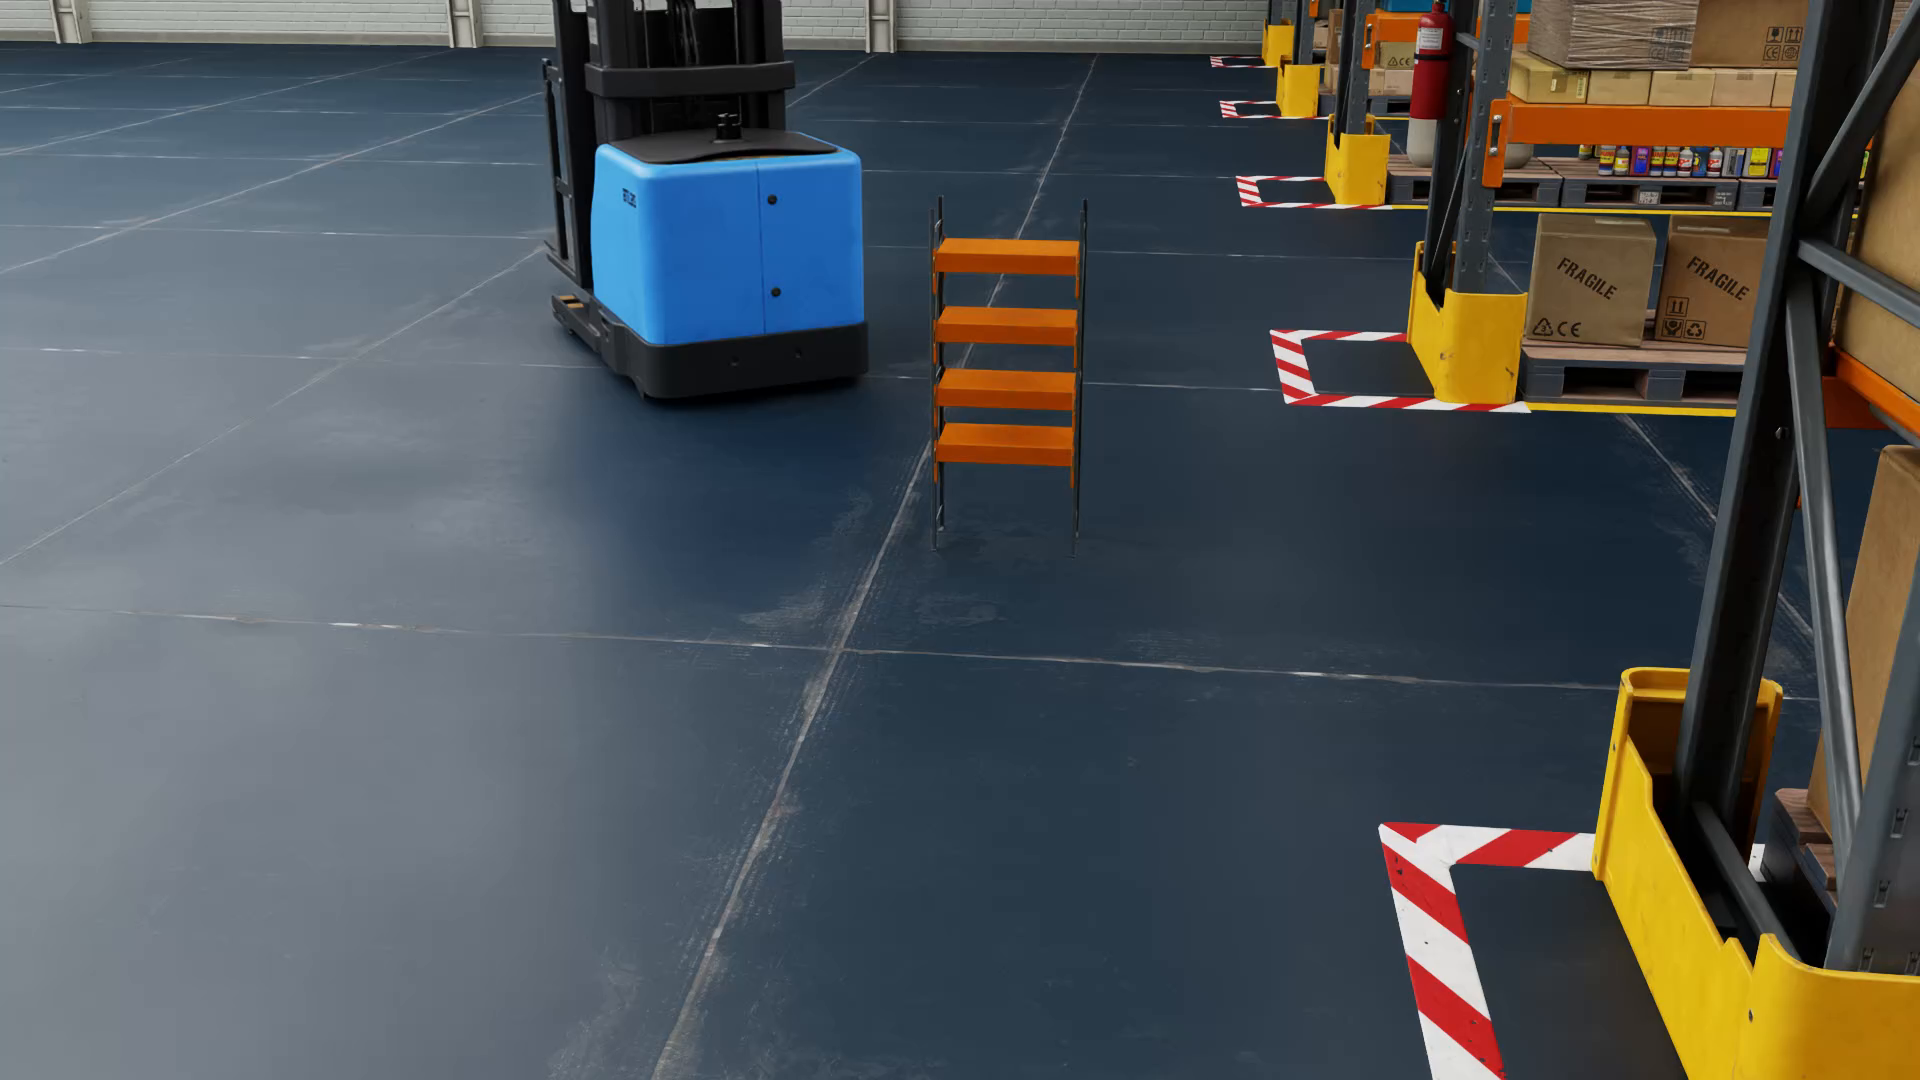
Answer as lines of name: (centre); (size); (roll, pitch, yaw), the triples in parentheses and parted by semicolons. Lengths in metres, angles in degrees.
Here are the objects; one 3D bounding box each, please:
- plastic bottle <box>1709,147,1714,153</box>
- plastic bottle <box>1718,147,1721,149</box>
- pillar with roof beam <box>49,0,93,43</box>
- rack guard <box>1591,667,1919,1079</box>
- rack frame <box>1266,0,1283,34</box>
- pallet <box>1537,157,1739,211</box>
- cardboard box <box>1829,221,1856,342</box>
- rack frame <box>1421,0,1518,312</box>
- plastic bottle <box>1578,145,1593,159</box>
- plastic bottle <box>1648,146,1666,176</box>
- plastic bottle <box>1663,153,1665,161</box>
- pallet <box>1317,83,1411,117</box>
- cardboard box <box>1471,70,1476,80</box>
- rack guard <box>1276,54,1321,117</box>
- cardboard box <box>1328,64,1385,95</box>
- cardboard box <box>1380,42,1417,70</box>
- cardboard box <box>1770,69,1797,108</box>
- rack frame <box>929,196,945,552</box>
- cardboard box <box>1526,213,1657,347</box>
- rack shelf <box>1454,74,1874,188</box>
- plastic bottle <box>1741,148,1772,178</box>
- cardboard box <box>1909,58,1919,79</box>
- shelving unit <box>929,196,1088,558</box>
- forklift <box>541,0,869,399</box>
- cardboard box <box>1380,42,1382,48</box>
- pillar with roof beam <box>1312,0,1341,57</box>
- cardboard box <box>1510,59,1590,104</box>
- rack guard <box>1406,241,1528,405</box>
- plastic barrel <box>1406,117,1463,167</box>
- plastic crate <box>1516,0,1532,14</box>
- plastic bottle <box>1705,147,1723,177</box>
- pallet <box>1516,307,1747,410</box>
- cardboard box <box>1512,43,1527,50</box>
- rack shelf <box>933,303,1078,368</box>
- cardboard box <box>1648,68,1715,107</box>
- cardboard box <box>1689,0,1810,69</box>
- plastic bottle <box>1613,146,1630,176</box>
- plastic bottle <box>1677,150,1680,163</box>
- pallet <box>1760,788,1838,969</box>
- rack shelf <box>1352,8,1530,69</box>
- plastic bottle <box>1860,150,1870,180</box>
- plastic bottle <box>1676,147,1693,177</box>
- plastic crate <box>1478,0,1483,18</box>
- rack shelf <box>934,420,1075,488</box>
plastic bottle: (5.661, -2.978, 12.599); (0.097, 0.201, 0.097); (0, 22, 0)
plastic bottle: (5.545, -2.793, 12.020); (0.133, 0.283, 0.061); (2, 22, 6)
pillar with roof beam: (-13.512, -9.932, 18.821); (0.400, 9.000, 9.100); (2, 22, 6)
rack guard: (1.616, 0.744, 3.377); (0.348, 0.500, 1.175); (2, 22, 6)
rack frame: (4.073, -7.649, 21.208); (0.127, 3.000, 1.000); (2, 22, 6)
pallet: (5.002, -2.658, 12.377); (1.213, 0.211, 1.003); (2, 22, 6)
cardboard box: (4.159, -1.176, 7.663); (0.500, 0.500, 0.500); (5, 22, 11)
rack frame: (2.324, -2.224, 7.484); (0.127, 3.000, 1.000); (2, 22, 6)
plastic bottle: (4.782, -3.016, 12.696); (0.097, 0.201, 0.097); (0, 22, 0)
plastic bottle: (5.011, -2.761, 11.955); (0.097, 0.271, 0.097); (0, 22, 0)
plastic bottle: (5.332, -3.053, 12.586); (0.185, 0.351, 0.144); (3, 22, 9)
pallet: (4.258, -4.526, 17.100); (1.213, 0.211, 1.003); (2, 22, 6)
cardboard box: (4.993, -4.610, 16.690); (0.500, 0.250, 0.500); (2, 22, 6)
rack guard: (3.470, -4.679, 17.095); (0.348, 0.500, 1.175); (2, 22, 6)
cardboard box: (4.000, -4.652, 16.797); (0.500, 0.250, 0.500); (2, 22, 6)
cardboard box: (4.497, -4.980, 16.606); (0.500, 0.500, 0.500); (2, 22, 6)
cardboard box: (3.570, -1.957, 7.151); (0.250, 0.149, 0.380); (2, 22, 6)
rack frame: (-0.078, -0.561, 5.728); (0.015, 1.200, 0.240); (2, 22, 6)
cardboard box: (2.942, -1.223, 7.783); (0.500, 0.500, 0.500); (7, 23, 16)
rack shelf: (4.310, -1.803, 7.398); (4.000, 0.370, 1.077); (2, 22, 6)
plastic bottle: (5.694, -2.777, 11.887); (0.185, 0.351, 0.144); (2, 22, 6)
cardboard box: (2.004, -0.959, 2.612); (0.550, 0.550, 0.875); (2, 22, 6)
shelving unit: (0.164, -0.551, 5.701); (0.503, 1.200, 0.258); (2, 22, 6)
forklift: (-1.508, -2.489, 8.249); (1.130, 2.935, 3.031); (-10, 24, -23)
cardboard box: (5.316, -6.516, 21.400); (0.500, 0.311, 0.500); (4, 22, 11)
pillar with roof beam: (4.363, -9.153, 16.851); (0.400, 9.000, 9.100); (2, 22, 6)
cardboard box: (2.579, -2.007, 7.279); (0.250, 0.149, 0.380); (2, 22, 6)
rack guard: (2.400, -1.058, 7.936); (0.348, 0.500, 1.175); (2, 22, 6)
plastic barrel: (3.570, -3.070, 12.437); (0.421, 0.512, 0.421); (0, 22, 0)
plastic crate: (4.083, -4.020, 12.231); (0.408, 0.251, 0.499); (2, 22, 6)
plastic bottle: (5.413, -2.711, 11.924); (0.097, 0.201, 0.097); (0, 22, 0)
pallet: (3.202, -0.875, 7.867); (1.213, 0.211, 1.003); (2, 22, 6)
cardboard box: (5.489, -4.935, 16.492); (0.500, 0.500, 0.500); (2, 22, 6)
rack shelf: (0.164, -0.696, 5.644); (0.480, 0.148, 0.258); (2, 22, 6)
cardboard box: (3.072, -1.973, 7.193); (0.250, 0.149, 0.380); (2, 22, 6)
cardboard box: (3.378, -2.397, 7.382); (0.500, 0.500, 0.875); (2, 22, 6)
plastic bottle: (4.774, -2.739, 11.995); (0.097, 0.201, 0.097); (0, 22, 0)
plastic bottle: (5.361, -2.937, 12.497); (0.097, 0.201, 0.097); (0, 22, 0)
pallet: (2.443, 0.886, 3.412); (1.213, 0.211, 1.003); (2, 22, 6)
rack shelf: (4.893, -3.611, 11.972); (4.000, 0.370, 1.077); (2, 22, 6)
plastic bottle: (6.363, -2.701, 11.787); (0.133, 0.283, 0.061); (4, 22, 9)
plastic bottle: (5.209, -2.720, 11.947); (0.097, 0.201, 0.097); (0, 22, 0)
plastic crate: (3.758, -3.753, 11.712); (0.250, 0.136, 0.298); (2, 22, 6)
rack shelf: (0.164, -0.304, 5.799); (0.480, 0.148, 0.258); (2, 22, 6)
